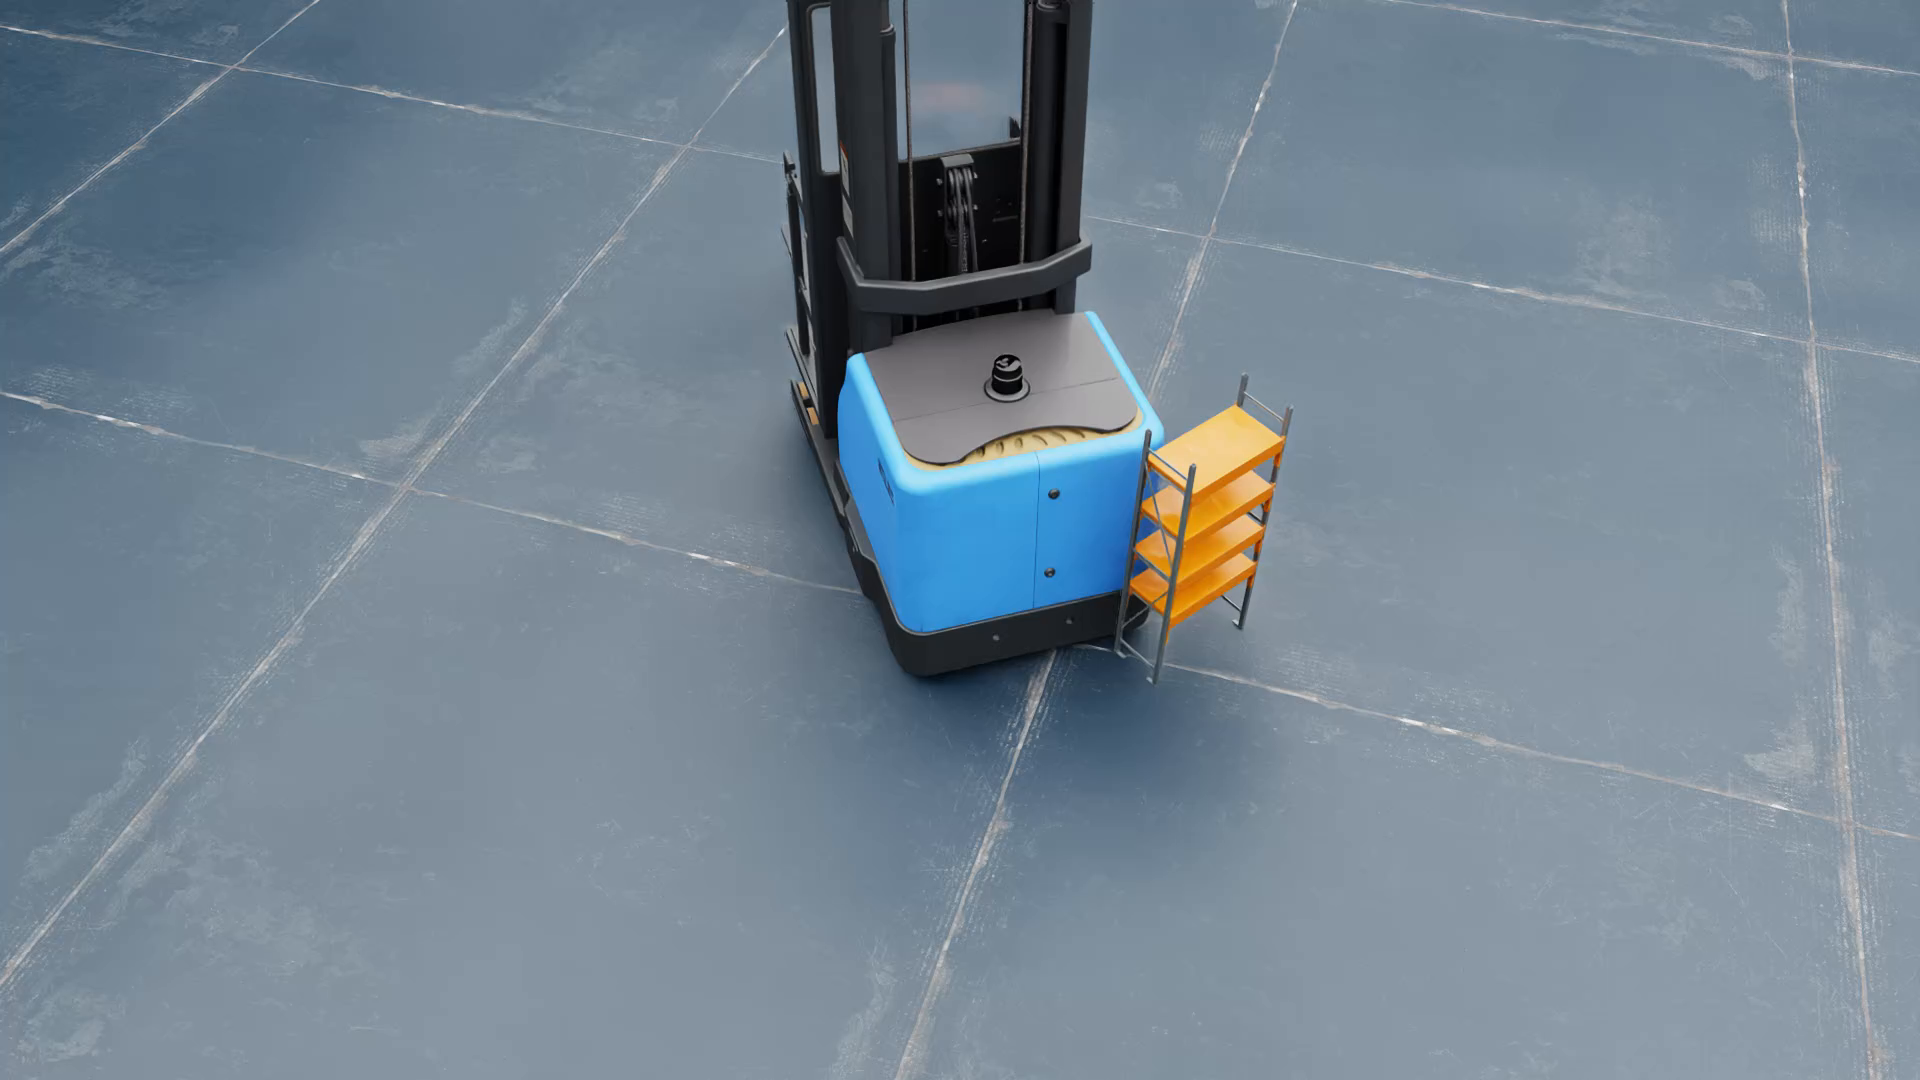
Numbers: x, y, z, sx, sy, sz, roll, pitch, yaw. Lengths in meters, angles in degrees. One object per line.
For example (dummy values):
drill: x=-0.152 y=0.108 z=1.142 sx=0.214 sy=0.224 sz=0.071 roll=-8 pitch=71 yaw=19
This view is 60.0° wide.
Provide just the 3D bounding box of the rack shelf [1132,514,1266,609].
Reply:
rack shelf: x=0.901 y=0.033 z=6.346 sx=0.480 sy=0.148 sz=0.258 roll=-30 pitch=54 yaw=-27

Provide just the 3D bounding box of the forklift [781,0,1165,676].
forklift: x=-0.149 y=-1.565 z=6.652 sx=1.130 sy=2.935 sz=3.031 roll=-12 pitch=46 yaw=-12

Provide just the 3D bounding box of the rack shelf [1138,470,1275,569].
rack shelf: x=0.907 y=-0.122 z=6.185 sx=0.480 sy=0.148 sz=0.258 roll=-30 pitch=54 yaw=-27

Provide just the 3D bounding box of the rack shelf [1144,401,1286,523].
rack shelf: x=0.913 y=-0.286 z=6.014 sx=0.480 sy=0.148 sz=0.258 roll=-30 pitch=54 yaw=-27

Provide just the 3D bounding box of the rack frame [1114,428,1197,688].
rack frame: x=0.715 y=0.095 z=6.186 sx=0.015 sy=1.200 sz=0.240 roll=-30 pitch=54 yaw=-27

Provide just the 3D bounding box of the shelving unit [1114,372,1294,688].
shelving unit: x=0.903 y=-0.014 z=6.298 sx=0.503 sy=1.200 sz=0.258 roll=-30 pitch=54 yaw=-27

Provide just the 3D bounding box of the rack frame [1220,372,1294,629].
rack frame: x=1.091 y=-0.123 z=6.409 sx=0.015 sy=1.200 sz=0.240 roll=-30 pitch=54 yaw=-27

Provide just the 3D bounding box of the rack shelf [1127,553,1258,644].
rack shelf: x=0.896 y=0.171 z=6.489 sx=0.480 sy=0.148 sz=0.258 roll=-30 pitch=54 yaw=-27
